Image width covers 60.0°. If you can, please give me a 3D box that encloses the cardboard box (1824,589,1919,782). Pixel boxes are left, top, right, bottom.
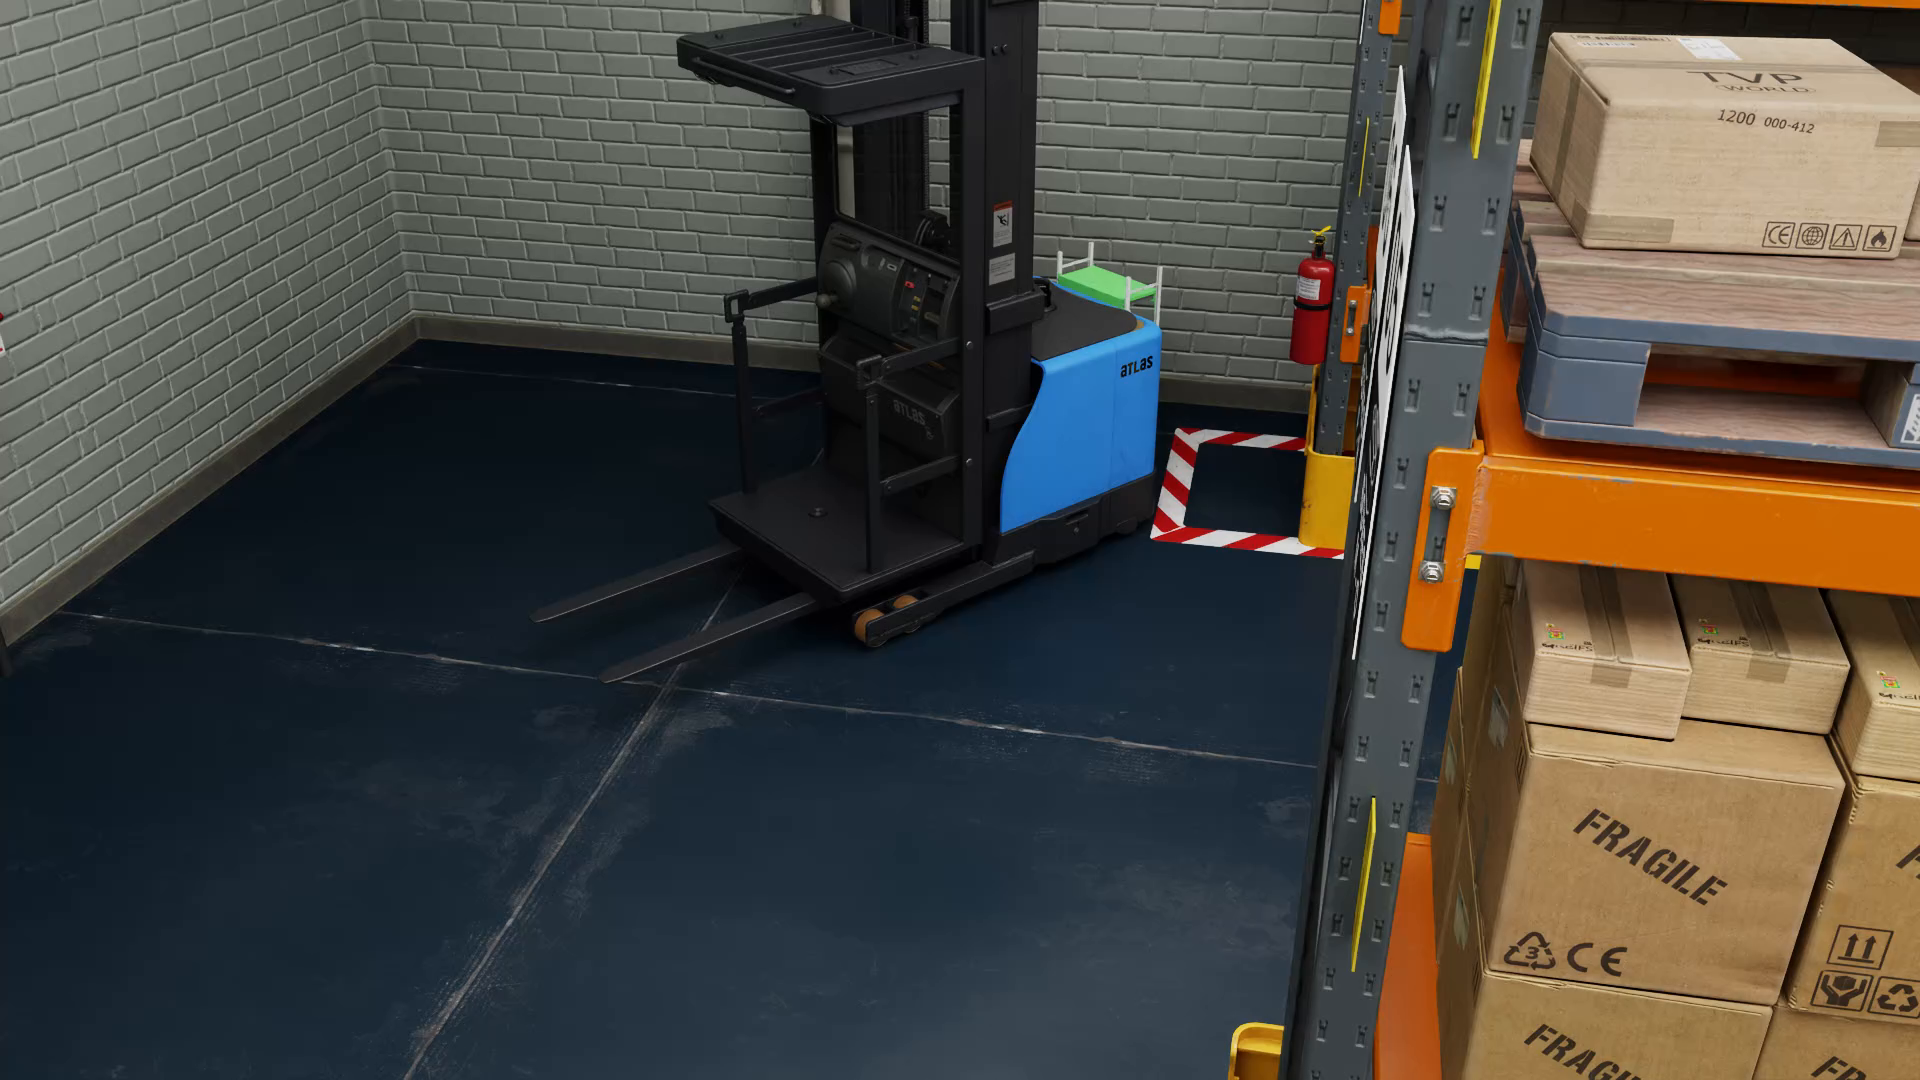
[{"bbox_3d":[1.640,0.250,2.849,0.250,0.149,0.380,7,29,12],"label":"cardboard box"}]

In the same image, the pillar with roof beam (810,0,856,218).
[{"bbox_3d":[-1.465,-2.856,4.096,0.400,9.000,9.100,6,29,11],"label":"pillar with roof beam"}]

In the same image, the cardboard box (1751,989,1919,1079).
[{"bbox_3d":[1.760,0.956,3.277,0.500,0.500,0.500,5,29,10],"label":"cardboard box"}]

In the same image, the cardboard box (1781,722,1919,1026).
[{"bbox_3d":[1.766,0.527,3.019,0.500,0.500,0.500,5,29,9],"label":"cardboard box"}]

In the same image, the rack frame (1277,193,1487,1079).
[{"bbox_3d":[0.850,0.779,3.704,0.127,3.000,1.000,6,29,11],"label":"rack frame"}]

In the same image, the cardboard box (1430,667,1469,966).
[{"bbox_3d":[1.377,0.659,3.819,0.500,0.500,0.500,6,29,11],"label":"cardboard box"}]

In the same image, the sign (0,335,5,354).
[{"bbox_3d":[-4.188,-0.959,6.976,0.001,0.494,0.329,6,29,11],"label":"sign"}]

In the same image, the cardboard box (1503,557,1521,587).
[{"bbox_3d":[1.242,-0.046,3.390,0.250,0.149,0.380,6,29,11],"label":"cardboard box"}]

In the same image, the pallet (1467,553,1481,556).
[{"bbox_3d":[2.737,-0.242,8.473,1.213,0.211,1.003,6,29,11],"label":"pallet"}]

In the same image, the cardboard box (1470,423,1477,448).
[{"bbox_3d":[2.461,-0.536,8.268,0.637,0.503,0.797,5,29,9],"label":"cardboard box"}]

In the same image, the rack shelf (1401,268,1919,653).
[{"bbox_3d":[2.806,-0.021,2.790,4.000,0.370,1.077,6,29,11],"label":"rack shelf"}]

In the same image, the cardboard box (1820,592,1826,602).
[{"bbox_3d":[1.888,0.272,3.485,0.500,0.500,0.500,6,29,11],"label":"cardboard box"}]

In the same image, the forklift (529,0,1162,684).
[{"bbox_3d":[-0.483,-1.095,7.198,3.031,2.935,1.130,-22,35,-34],"label":"forklift"}]

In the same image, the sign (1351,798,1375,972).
[{"bbox_3d":[0.728,0.624,3.002,0.005,0.325,0.100,6,29,11],"label":"sign"}]

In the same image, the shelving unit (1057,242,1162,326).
[{"bbox_3d":[0.747,-0.877,8.602,0.258,1.200,0.503,-22,36,-34],"label":"shelving unit"}]

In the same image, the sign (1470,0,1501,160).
[{"bbox_3d":[0.728,-0.695,2.280,0.005,0.325,0.100,6,29,11],"label":"sign"}]

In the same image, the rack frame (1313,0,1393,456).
[{"bbox_3d":[1.883,-1.553,7.962,0.127,3.000,1.000,6,29,11],"label":"rack frame"}]

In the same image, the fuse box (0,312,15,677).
[{"bbox_3d":[-4.088,-0.182,6.801,0.414,1.711,0.539,6,29,11],"label":"fuse box"}]

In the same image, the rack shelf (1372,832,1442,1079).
[{"bbox_3d":[2.806,1.295,3.510,4.000,0.370,1.077,6,29,11],"label":"rack shelf"}]

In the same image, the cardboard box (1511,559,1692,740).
[{"bbox_3d":[1.139,0.177,2.981,0.250,0.149,0.380,6,29,12],"label":"cardboard box"}]

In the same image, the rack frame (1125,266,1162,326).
[{"bbox_3d":[0.904,-0.787,8.438,0.240,1.200,0.015,-22,36,-34],"label":"rack frame"}]

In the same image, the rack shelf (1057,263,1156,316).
[{"bbox_3d":[0.747,-1.242,8.402,0.258,0.148,0.480,-22,36,-34],"label":"rack shelf"}]

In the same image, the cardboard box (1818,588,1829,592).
[{"bbox_3d":[1.766,-0.046,3.389,0.250,0.149,0.380,6,29,10],"label":"cardboard box"}]

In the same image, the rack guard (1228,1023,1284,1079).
[{"bbox_3d":[0.826,1.873,4.309,0.348,0.500,1.175,6,29,11],"label":"rack guard"}]

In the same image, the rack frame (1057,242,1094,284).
[{"bbox_3d":[0.590,-0.967,8.766,0.240,1.200,0.015,-22,36,-34],"label":"rack frame"}]

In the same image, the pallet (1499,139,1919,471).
[{"bbox_3d":[1.577,-0.429,2.878,1.213,0.211,1.003,6,29,11],"label":"pallet"}]

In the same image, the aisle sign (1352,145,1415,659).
[{"bbox_3d":[0.719,-0.233,2.844,0.004,0.787,0.394,6,29,11],"label":"aisle sign"}]

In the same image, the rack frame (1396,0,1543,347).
[{"bbox_3d":[0.850,-1.853,2.263,0.127,3.000,1.000,6,29,11],"label":"rack frame"}]

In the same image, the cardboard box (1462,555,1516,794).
[{"bbox_3d":[1.371,0.233,3.556,0.500,0.500,0.500,7,29,12],"label":"cardboard box"}]

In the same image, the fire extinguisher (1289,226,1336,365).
[{"bbox_3d":[1.642,-1.153,7.701,0.183,0.674,0.296,6,29,11],"label":"fire extinguisher"}]

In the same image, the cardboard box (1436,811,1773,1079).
[{"bbox_3d":[1.259,0.918,3.346,0.500,0.500,0.500,6,29,10],"label":"cardboard box"}]

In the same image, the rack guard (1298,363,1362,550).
[{"bbox_3d":[1.957,-0.449,8.549,0.348,0.500,1.175,6,29,11],"label":"rack guard"}]

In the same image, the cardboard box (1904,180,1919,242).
[{"bbox_3d":[1.735,-0.647,2.906,0.250,0.149,0.380,4,29,7],"label":"cardboard box"}]

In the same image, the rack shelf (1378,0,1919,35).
[{"bbox_3d":[3.838,-2.352,7.049,4.000,0.370,1.077,6,29,11],"label":"rack shelf"}]

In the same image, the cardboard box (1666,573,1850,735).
[{"bbox_3d":[1.410,0.170,2.995,0.250,0.149,0.380,7,29,12],"label":"cardboard box"}]

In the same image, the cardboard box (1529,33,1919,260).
[{"bbox_3d":[1.309,-0.696,2.890,0.500,0.250,0.500,3,29,6],"label":"cardboard box"}]

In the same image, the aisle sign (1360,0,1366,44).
[{"bbox_3d":[1.755,-2.562,7.099,0.004,0.787,0.394,6,29,11],"label":"aisle sign"}]

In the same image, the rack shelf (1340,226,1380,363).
[{"bbox_3d":[3.838,-1.037,7.769,4.000,0.370,1.077,6,29,11],"label":"rack shelf"}]

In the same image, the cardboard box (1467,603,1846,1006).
[{"bbox_3d":[1.260,0.478,3.107,0.500,0.500,0.500,5,29,9],"label":"cardboard box"}]

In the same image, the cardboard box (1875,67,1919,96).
[{"bbox_3d":[4.394,-1.819,7.515,0.500,0.500,0.500,5,29,9],"label":"cardboard box"}]

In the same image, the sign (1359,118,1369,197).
[{"bbox_3d":[1.769,-1.678,7.289,0.005,0.325,0.100,6,29,11],"label":"sign"}]

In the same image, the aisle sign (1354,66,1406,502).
[{"bbox_3d":[0.844,-0.514,3.359,0.004,0.787,0.394,6,29,11],"label":"aisle sign"}]
